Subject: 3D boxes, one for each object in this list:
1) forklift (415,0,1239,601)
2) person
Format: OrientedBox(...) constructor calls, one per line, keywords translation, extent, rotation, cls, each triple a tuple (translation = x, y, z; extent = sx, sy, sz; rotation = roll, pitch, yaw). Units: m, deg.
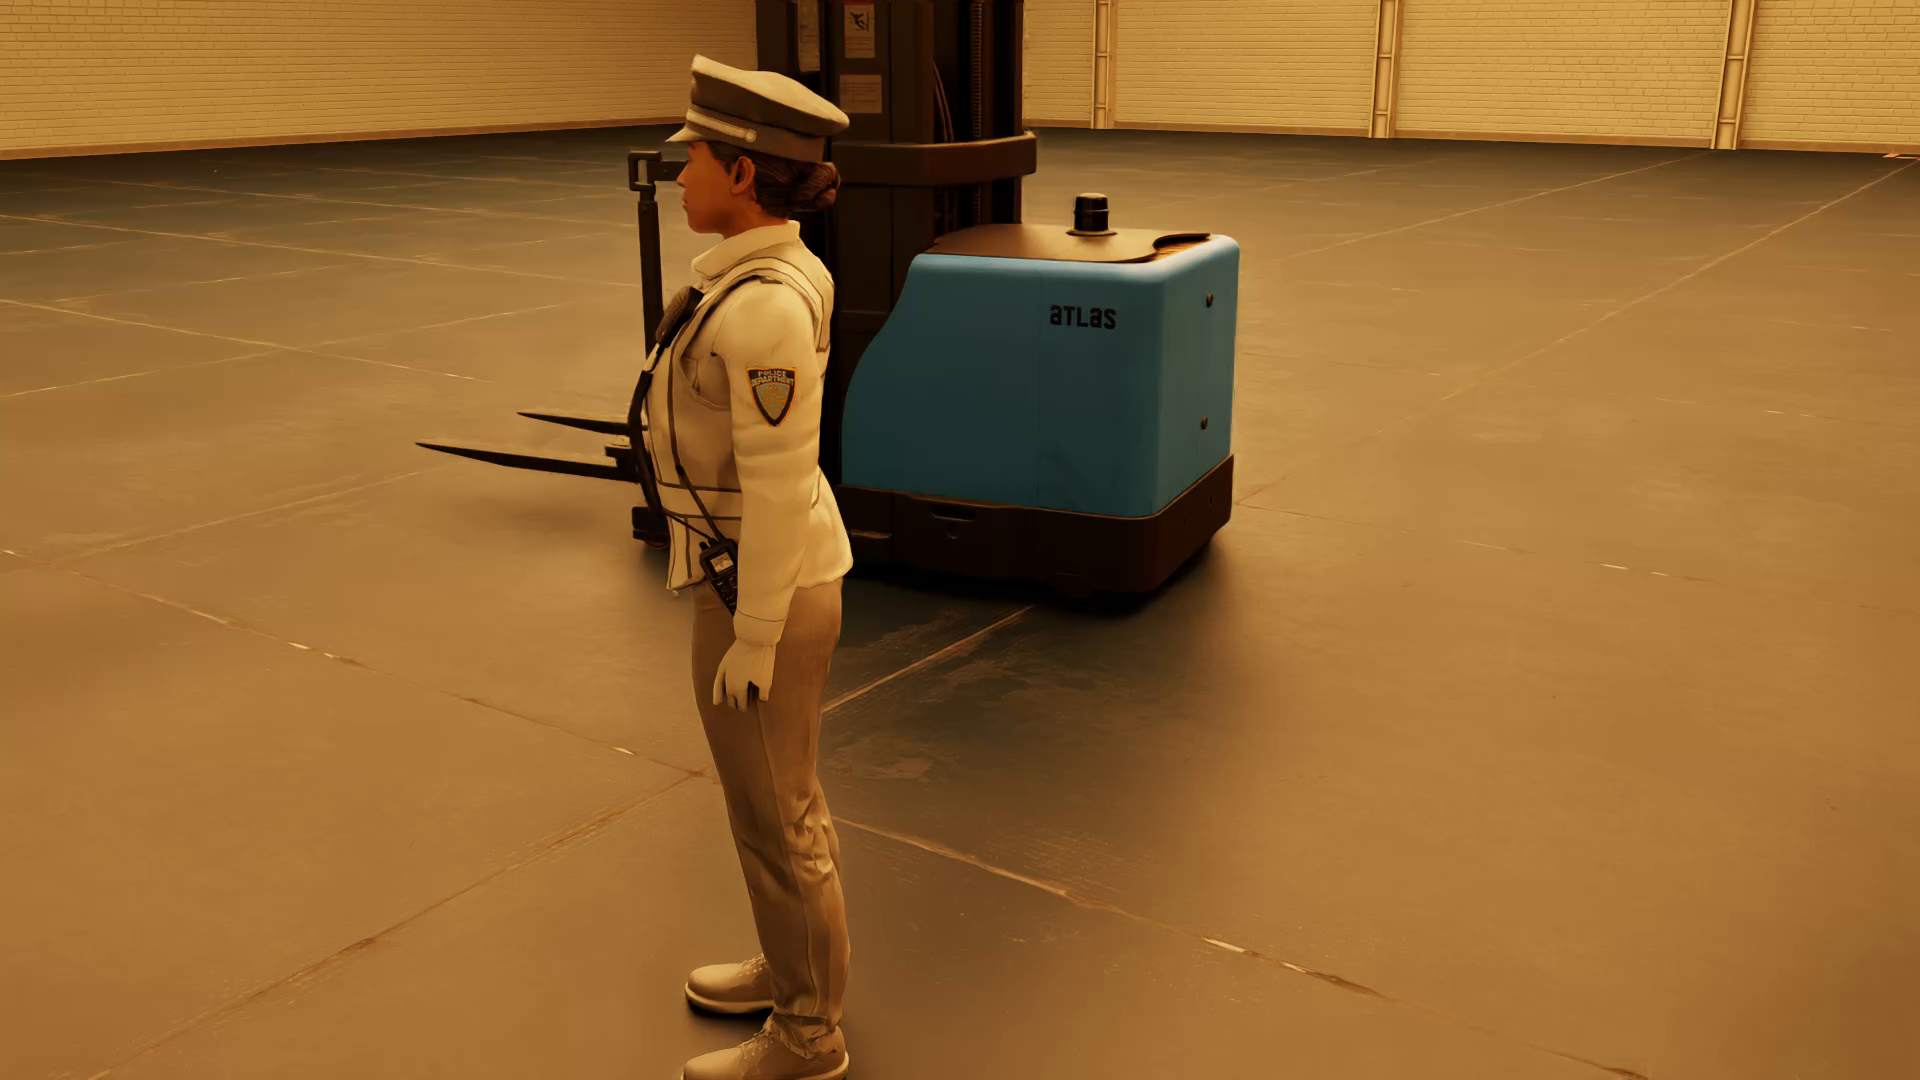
OrientedBox(translation=(-0.592, -1.475, 5.766), extent=(3.031, 2.935, 1.130), rotation=(7, 18, 23), cls="forklift")
OrientedBox(translation=(-0.334, 0.092, 2.699), extent=(0.337, 1.692, 0.464), rotation=(-1, 17, -4), cls="person")
